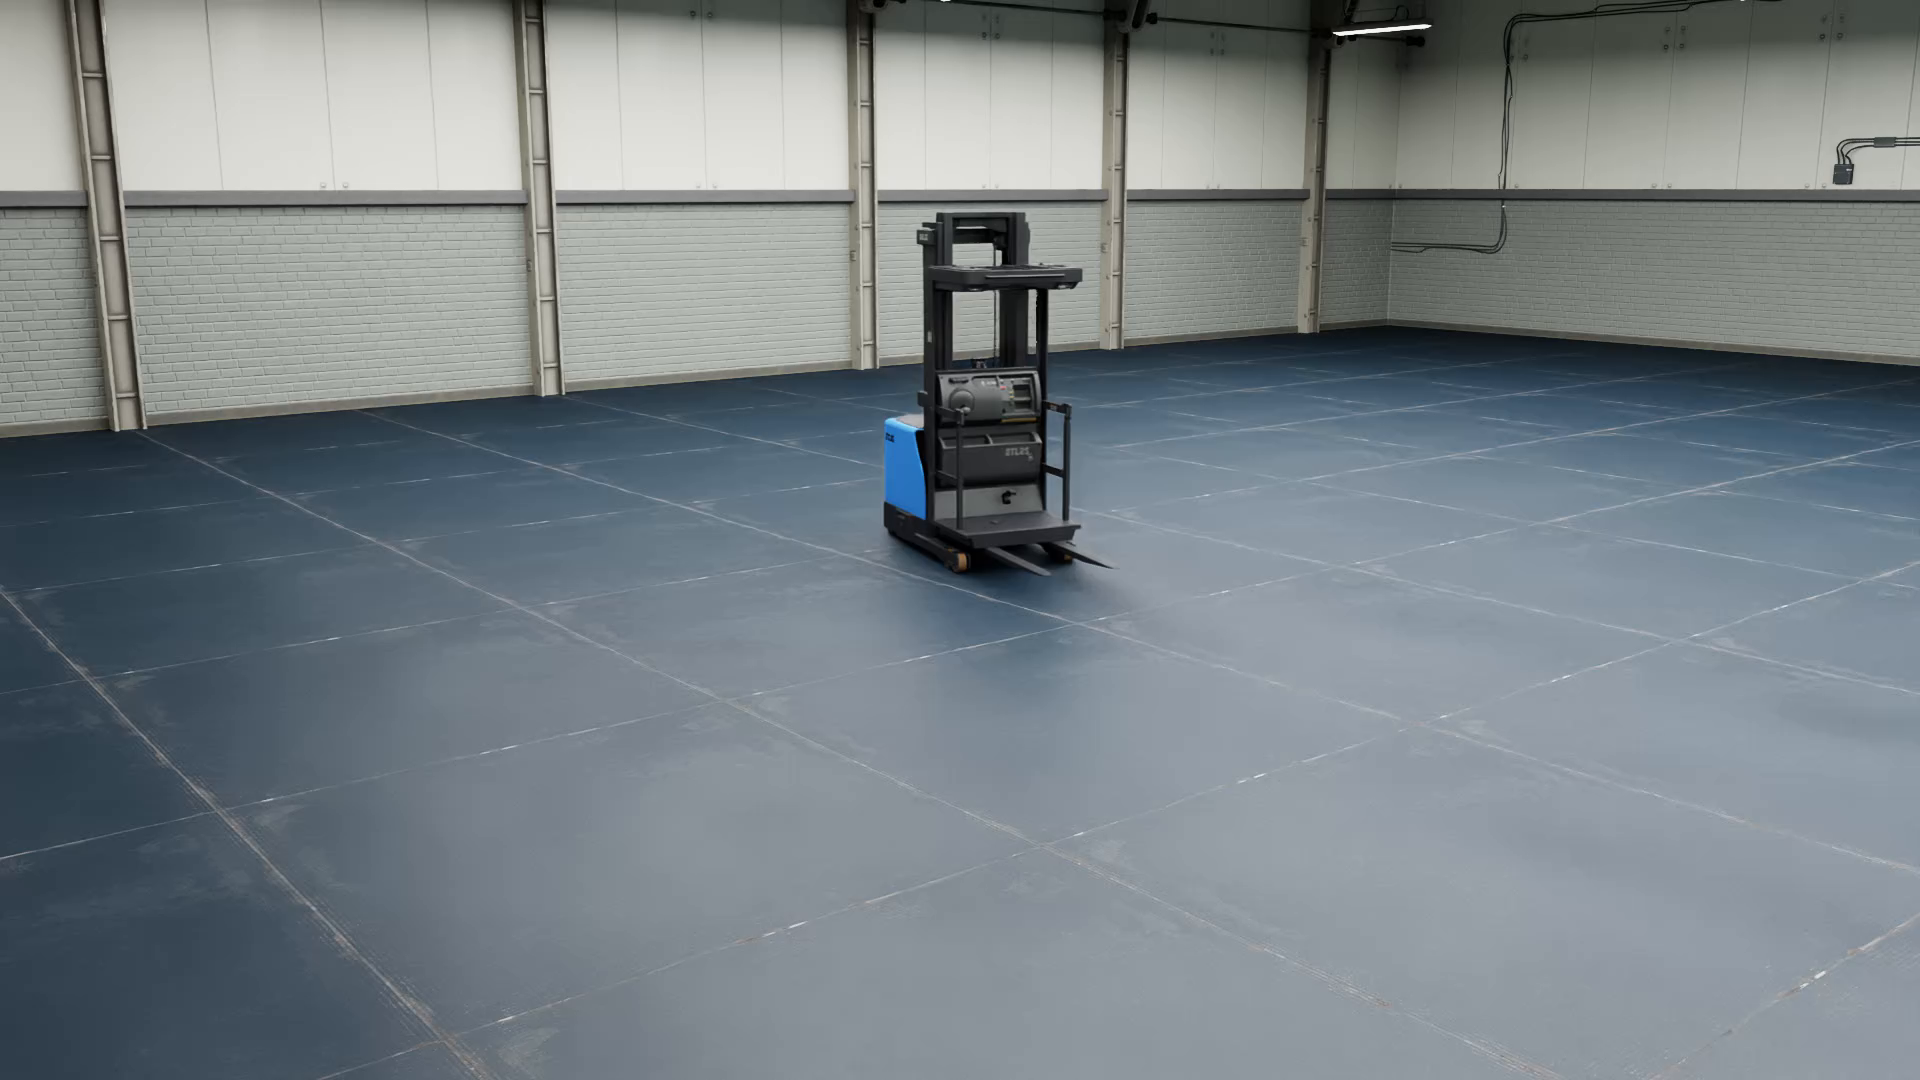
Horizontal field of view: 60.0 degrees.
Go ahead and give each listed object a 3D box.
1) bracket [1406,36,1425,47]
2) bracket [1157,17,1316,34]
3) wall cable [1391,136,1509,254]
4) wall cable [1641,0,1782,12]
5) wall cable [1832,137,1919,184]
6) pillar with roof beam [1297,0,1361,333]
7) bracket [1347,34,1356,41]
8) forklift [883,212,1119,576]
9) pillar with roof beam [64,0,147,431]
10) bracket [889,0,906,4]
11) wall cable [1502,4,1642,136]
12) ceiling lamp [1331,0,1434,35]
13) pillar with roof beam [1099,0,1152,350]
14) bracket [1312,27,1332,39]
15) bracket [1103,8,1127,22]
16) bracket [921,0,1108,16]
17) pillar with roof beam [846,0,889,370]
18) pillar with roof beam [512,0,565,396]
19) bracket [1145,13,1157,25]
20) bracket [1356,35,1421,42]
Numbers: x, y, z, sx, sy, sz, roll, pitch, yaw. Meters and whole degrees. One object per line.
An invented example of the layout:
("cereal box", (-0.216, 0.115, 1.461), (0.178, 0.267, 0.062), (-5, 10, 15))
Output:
("bracket", (10.090, -11.059, 36.877), (0.430, 0.232, 0.235), (-9, 15, -38))
("bracket", (5.579, -10.309, 33.348), (4.783, 0.066, 0.076), (-9, 15, -38))
("wall cable", (10.820, -7.643, 36.933), (0.112, 2.526, 3.097), (-9, 15, -38))
("wall cable", (14.443, -11.398, 31.506), (0.112, 2.526, 3.097), (-9, 15, -38))
("wall cable", (16.738, -9.284, 28.997), (0.169, 6.003, 2.305), (-9, 15, -38))
("pillar with roof beam", (10.383, -8.296, 32.532), (0.548, 9.000, 9.100), (-9, 15, -38))
("bracket", (8.239, -10.751, 35.429), (0.430, 0.232, 0.235), (-9, 15, -38))
("forklift", (0.343, -1.262, 14.013), (1.130, 2.935, 3.031), (-5, 13, -23))
("pillar with roof beam", (-8.358, -5.182, 17.866), (0.400, 9.000, 9.100), (-9, 15, -38))
("bracket", (-1.131, -9.194, 28.096), (0.430, 0.232, 0.235), (-9, 15, -38))
("wall cable", (12.510, -9.675, 34.342), (0.112, 2.526, 3.097), (-9, 15, -38))
("ceiling lamp", (7.643, -10.578, 29.225), (0.800, 3.185, 2.000), (-9, 15, -38))
("pillar with roof beam", (5.698, -7.517, 28.866), (0.548, 9.000, 9.100), (-9, 15, -38))
("bracket", (7.591, -10.643, 34.922), (0.430, 0.232, 0.235), (-9, 15, -38))
("bracket", (2.906, -9.865, 31.255), (0.430, 0.232, 0.235), (-9, 15, -38))
("bracket", (0.894, -9.531, 29.681), (4.783, 0.066, 0.076), (-9, 15, -38))
("pillar with roof beam", (1.013, -6.739, 25.199), (0.548, 9.000, 9.100), (-9, 15, -38))
("pillar with roof beam", (-3.672, -5.960, 21.533), (0.400, 9.000, 9.100), (-9, 15, -38))
("bracket", (3.554, -9.973, 31.763), (0.430, 0.232, 0.235), (-9, 15, -38))
("bracket", (9.629, -10.982, 36.517), (3.189, 0.066, 0.076), (-9, 15, -38))
